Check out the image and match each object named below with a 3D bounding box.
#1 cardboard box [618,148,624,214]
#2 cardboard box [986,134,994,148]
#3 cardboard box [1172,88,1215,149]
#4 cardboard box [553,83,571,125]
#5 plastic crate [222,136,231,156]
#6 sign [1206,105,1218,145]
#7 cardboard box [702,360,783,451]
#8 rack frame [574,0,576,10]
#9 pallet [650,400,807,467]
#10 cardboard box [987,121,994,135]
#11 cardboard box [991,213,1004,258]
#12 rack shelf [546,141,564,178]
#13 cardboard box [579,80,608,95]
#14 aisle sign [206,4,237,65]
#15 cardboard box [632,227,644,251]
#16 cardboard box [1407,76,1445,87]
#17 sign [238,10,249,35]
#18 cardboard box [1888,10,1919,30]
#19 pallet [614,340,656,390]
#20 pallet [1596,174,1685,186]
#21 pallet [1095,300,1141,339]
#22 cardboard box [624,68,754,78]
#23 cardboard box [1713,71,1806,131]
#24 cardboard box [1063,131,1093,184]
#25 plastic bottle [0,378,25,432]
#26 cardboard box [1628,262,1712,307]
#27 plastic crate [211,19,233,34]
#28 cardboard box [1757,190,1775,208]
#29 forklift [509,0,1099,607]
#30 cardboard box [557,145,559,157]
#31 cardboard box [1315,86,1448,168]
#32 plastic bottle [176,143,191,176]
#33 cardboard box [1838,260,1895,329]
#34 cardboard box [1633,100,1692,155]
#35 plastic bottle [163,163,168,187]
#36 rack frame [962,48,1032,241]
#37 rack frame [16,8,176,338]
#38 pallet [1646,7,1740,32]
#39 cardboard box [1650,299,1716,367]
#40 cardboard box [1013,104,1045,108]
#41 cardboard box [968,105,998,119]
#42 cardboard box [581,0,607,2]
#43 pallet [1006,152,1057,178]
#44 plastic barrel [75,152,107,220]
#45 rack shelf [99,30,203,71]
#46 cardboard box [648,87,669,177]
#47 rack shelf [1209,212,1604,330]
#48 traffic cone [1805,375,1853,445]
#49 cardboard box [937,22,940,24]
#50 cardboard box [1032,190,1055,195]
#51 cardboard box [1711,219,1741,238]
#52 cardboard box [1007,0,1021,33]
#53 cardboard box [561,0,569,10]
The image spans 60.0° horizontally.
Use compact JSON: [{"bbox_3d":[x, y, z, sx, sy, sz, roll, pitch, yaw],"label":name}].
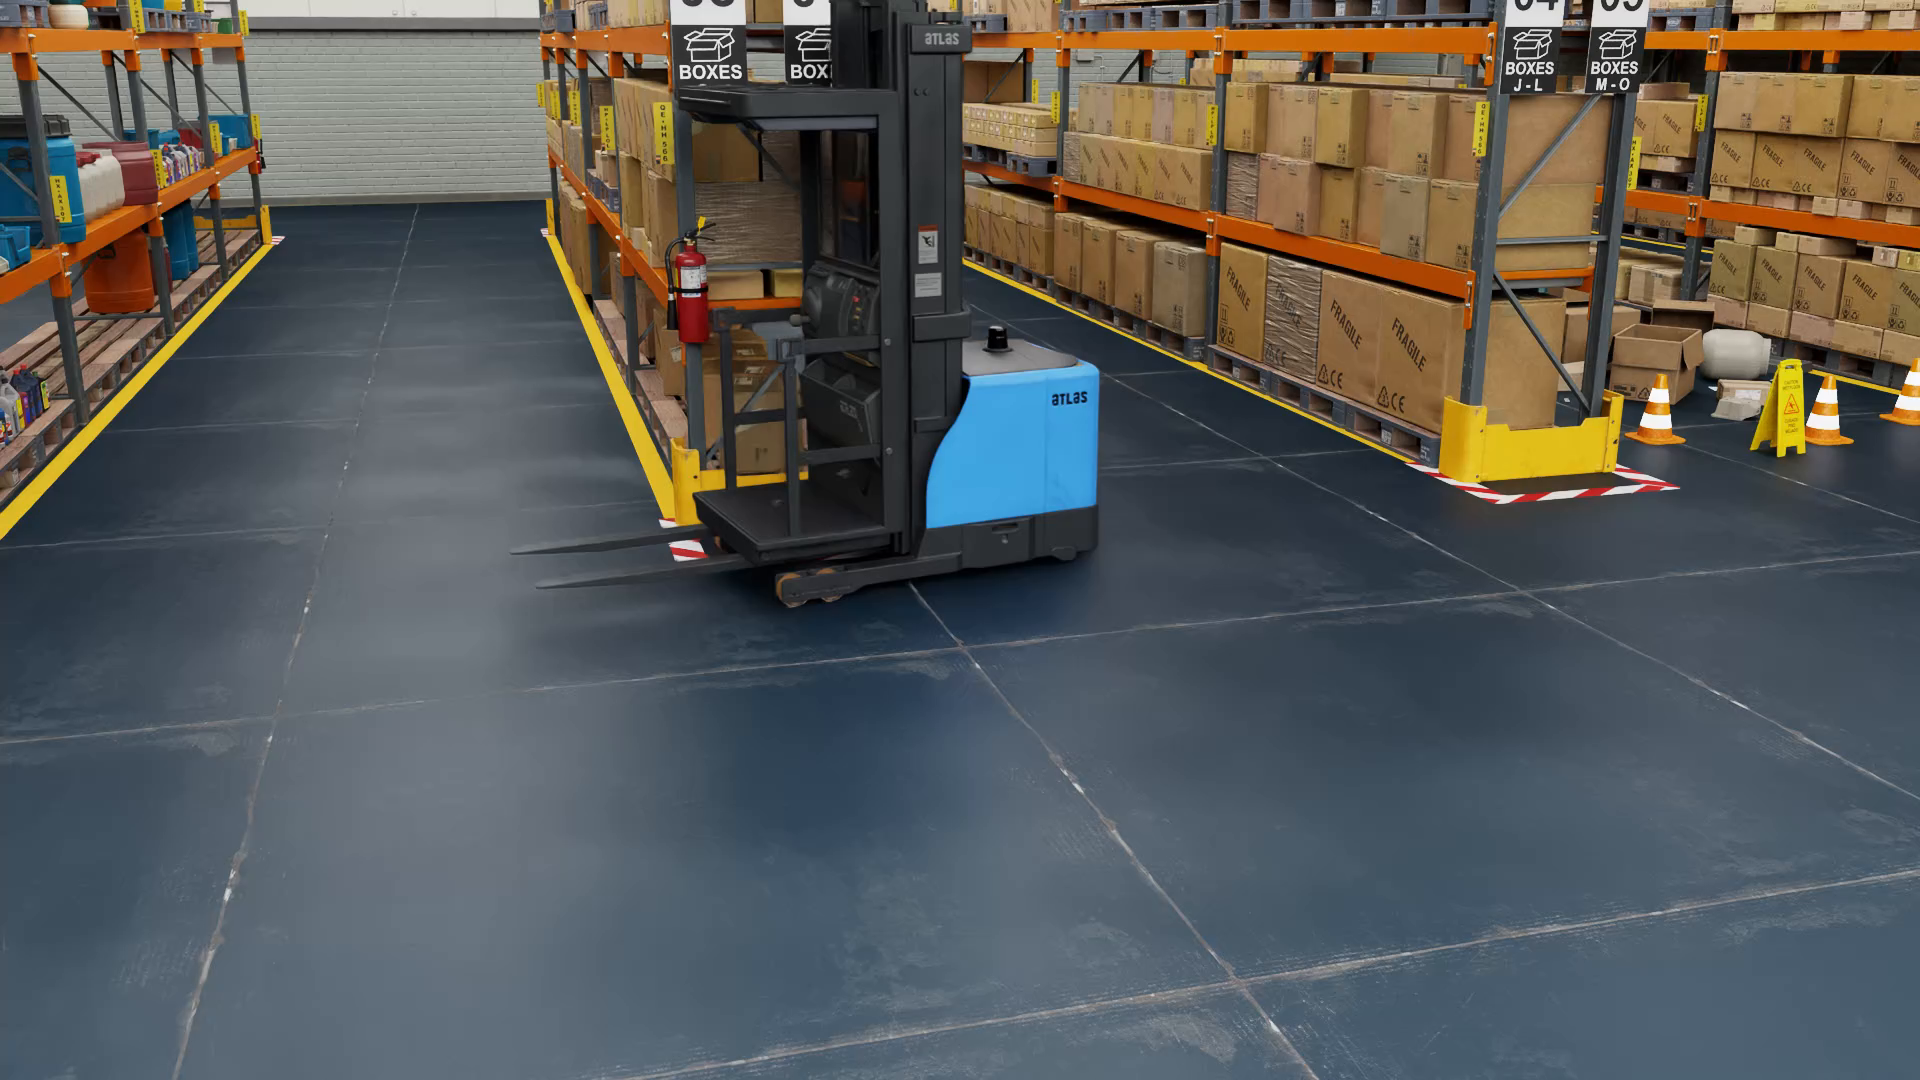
[{"bbox_3d":[-2.099,-2.702,12.541,0.875,0.500,0.500,-5,17,-15],"label":"cardboard box"},{"bbox_3d":[0.531,-4.723,19.667,0.380,0.149,0.250,-6,18,-18],"label":"cardboard box"},{"bbox_3d":[2.348,-3.811,15.012,0.700,0.500,0.500,-5,17,-16],"label":"cardboard box"},{"bbox_3d":[-4.879,-5.528,21.082,0.500,0.500,0.500,-5,17,-15],"label":"cardboard box"},{"bbox_3d":[-9.412,-4.969,20.968,0.416,0.233,0.300,-5,17,-15],"label":"plastic crate"},{"bbox_3d":[2.115,-3.476,13.935,0.100,0.325,0.005,-5,17,-15],"label":"sign"},{"bbox_3d":[-1.417,-0.875,10.766,0.500,0.500,0.500,0,17,-1],"label":"cardboard box"},{"bbox_3d":[-3.262,-6.620,15.850,1.000,3.000,0.127,-5,17,-15],"label":"rack frame"},{"bbox_3d":[-1.606,-0.784,11.696,1.003,0.211,1.213,-5,17,-15],"label":"pallet"},{"bbox_3d":[0.533,-4.863,19.618,0.380,0.149,0.250,-5,17,-16],"label":"cardboard box"},{"bbox_3d":[0.687,-3.706,20.192,0.500,0.500,0.500,-4,17,-14],"label":"cardboard box"},{"bbox_3d":[-4.911,-5.062,22.341,1.077,0.370,4.000,-5,17,-15],"label":"rack shelf"},{"bbox_3d":[-3.815,-4.844,18.448,0.797,0.503,0.637,-4,17,-13],"label":"cardboard box"},{"bbox_3d":[-9.961,-6.857,22.545,0.394,0.787,0.004,-5,17,-15],"label":"aisle sign"},{"bbox_3d":[-2.135,-2.159,11.863,0.380,0.149,0.250,-5,17,-15],"label":"cardboard box"},{"bbox_3d":[5.724,-5.321,20.040,0.500,0.500,0.500,-4,17,-14],"label":"cardboard box"},{"bbox_3d":[-9.699,-7.003,22.519,0.100,0.325,0.005,-5,17,-15],"label":"sign"},{"bbox_3d":[7.633,-4.132,13.216,0.380,0.149,0.250,-5,17,-16],"label":"cardboard box"},{"bbox_3d":[-2.378,-1.521,14.147,1.003,0.211,1.213,-5,17,-15],"label":"pallet"},{"bbox_3d":[6.849,-3.894,17.537,1.003,0.211,1.213,-5,17,-15],"label":"pallet"},{"bbox_3d":[2.010,-2.215,16.459,1.003,0.211,1.213,-5,17,-15],"label":"pallet"},{"bbox_3d":[-2.247,-3.360,13.651,1.000,1.000,1.000,-5,17,-15],"label":"cardboard box"},{"bbox_3d":[7.278,-3.955,14.974,0.700,0.500,0.500,-5,17,-16],"label":"cardboard box"},{"bbox_3d":[1.398,-4.014,17.426,0.500,0.500,0.500,-5,17,-15],"label":"cardboard box"},{"bbox_3d":[-6.330,-0.893,11.052,0.144,0.351,0.185,-5,17,-16],"label":"plastic bottle"},{"bbox_3d":[7.219,-2.512,16.438,0.950,0.372,0.625,-4,17,-15],"label":"cardboard box"},{"bbox_3d":[-9.678,-6.653,21.542,0.450,0.188,0.336,-5,17,-15],"label":"plastic crate"},{"bbox_3d":[7.365,-3.055,14.844,0.380,0.149,0.250,-5,17,-16],"label":"cardboard box"},{"bbox_3d":[-0.800,-1.240,8.485,3.031,2.935,1.130,-8,18,-25],"label":"forklift"},{"bbox_3d":[-4.902,-4.934,21.100,0.380,0.149,0.250,-5,17,-16],"label":"cardboard box"},{"bbox_3d":[3.134,-3.040,12.221,0.875,0.550,0.500,-5,17,-15],"label":"cardboard box"},{"bbox_3d":[-8.506,-4.159,18.169,0.144,0.351,0.185,-5,17,-15],"label":"plastic bottle"},{"bbox_3d":[7.715,-2.046,13.797,0.500,0.500,0.500,-5,17,-17],"label":"cardboard box"},{"bbox_3d":[6.880,-4.062,16.341,0.500,0.500,0.500,-5,17,-15],"label":"cardboard box"},{"bbox_3d":[-8.066,-3.702,16.787,0.097,0.271,0.097,0,17,0],"label":"plastic bottle"},{"bbox_3d":[0.435,-5.218,21.609,1.000,3.000,0.127,-5,17,-15],"label":"rack frame"},{"bbox_3d":[-8.025,-3.356,15.409,1.000,3.000,0.127,-5,17,-15],"label":"rack frame"},{"bbox_3d":[7.298,-4.950,15.830,1.213,0.211,1.003,-5,17,-15],"label":"pallet"},{"bbox_3d":[6.351,-1.824,14.652,0.500,0.500,0.500,7,18,23],"label":"cardboard box"},{"bbox_3d":[0.877,-5.342,20.695,0.380,0.149,0.250,-5,18,-17],"label":"cardboard box"},{"bbox_3d":[0.318,-5.221,20.292,0.380,0.149,0.250,-5,17,-16],"label":"cardboard box"},{"bbox_3d":[-3.100,-5.042,14.765,0.500,0.500,0.500,-5,17,-17],"label":"cardboard box"},{"bbox_3d":[1.236,-4.208,18.581,1.213,0.211,1.003,-5,17,-15],"label":"pallet"},{"bbox_3d":[-7.298,-2.919,13.719,0.433,0.535,0.433,0,17,0],"label":"plastic barrel"},{"bbox_3d":[-8.574,-5.001,16.923,1.077,0.370,4.000,-5,17,-15],"label":"rack shelf"},{"bbox_3d":[-1.596,-2.474,10.045,0.500,0.500,0.500,-5,17,-15],"label":"cardboard box"},{"bbox_3d":[3.183,-2.107,12.504,1.077,0.370,4.000,-5,17,-15],"label":"rack shelf"},{"bbox_3d":[6.132,-0.938,11.770,0.336,0.463,0.334,-5,17,-15],"label":"traffic cone"},{"bbox_3d":[-0.085,-6.836,22.042,0.500,0.250,0.500,-5,17,-15],"label":"cardboard box"},{"bbox_3d":[1.170,-4.107,20.221,0.500,0.250,0.500,-6,18,-18],"label":"cardboard box"},{"bbox_3d":[10.441,-4.312,22.208,0.500,0.500,0.500,-4,17,-13],"label":"cardboard box"},{"bbox_3d":[0.850,-6.010,18.857,0.500,0.500,0.500,-5,17,-15],"label":"cardboard box"},{"bbox_3d":[-4.634,-6.799,20.580,0.700,0.500,0.500,-6,18,-19],"label":"cardboard box"}]
